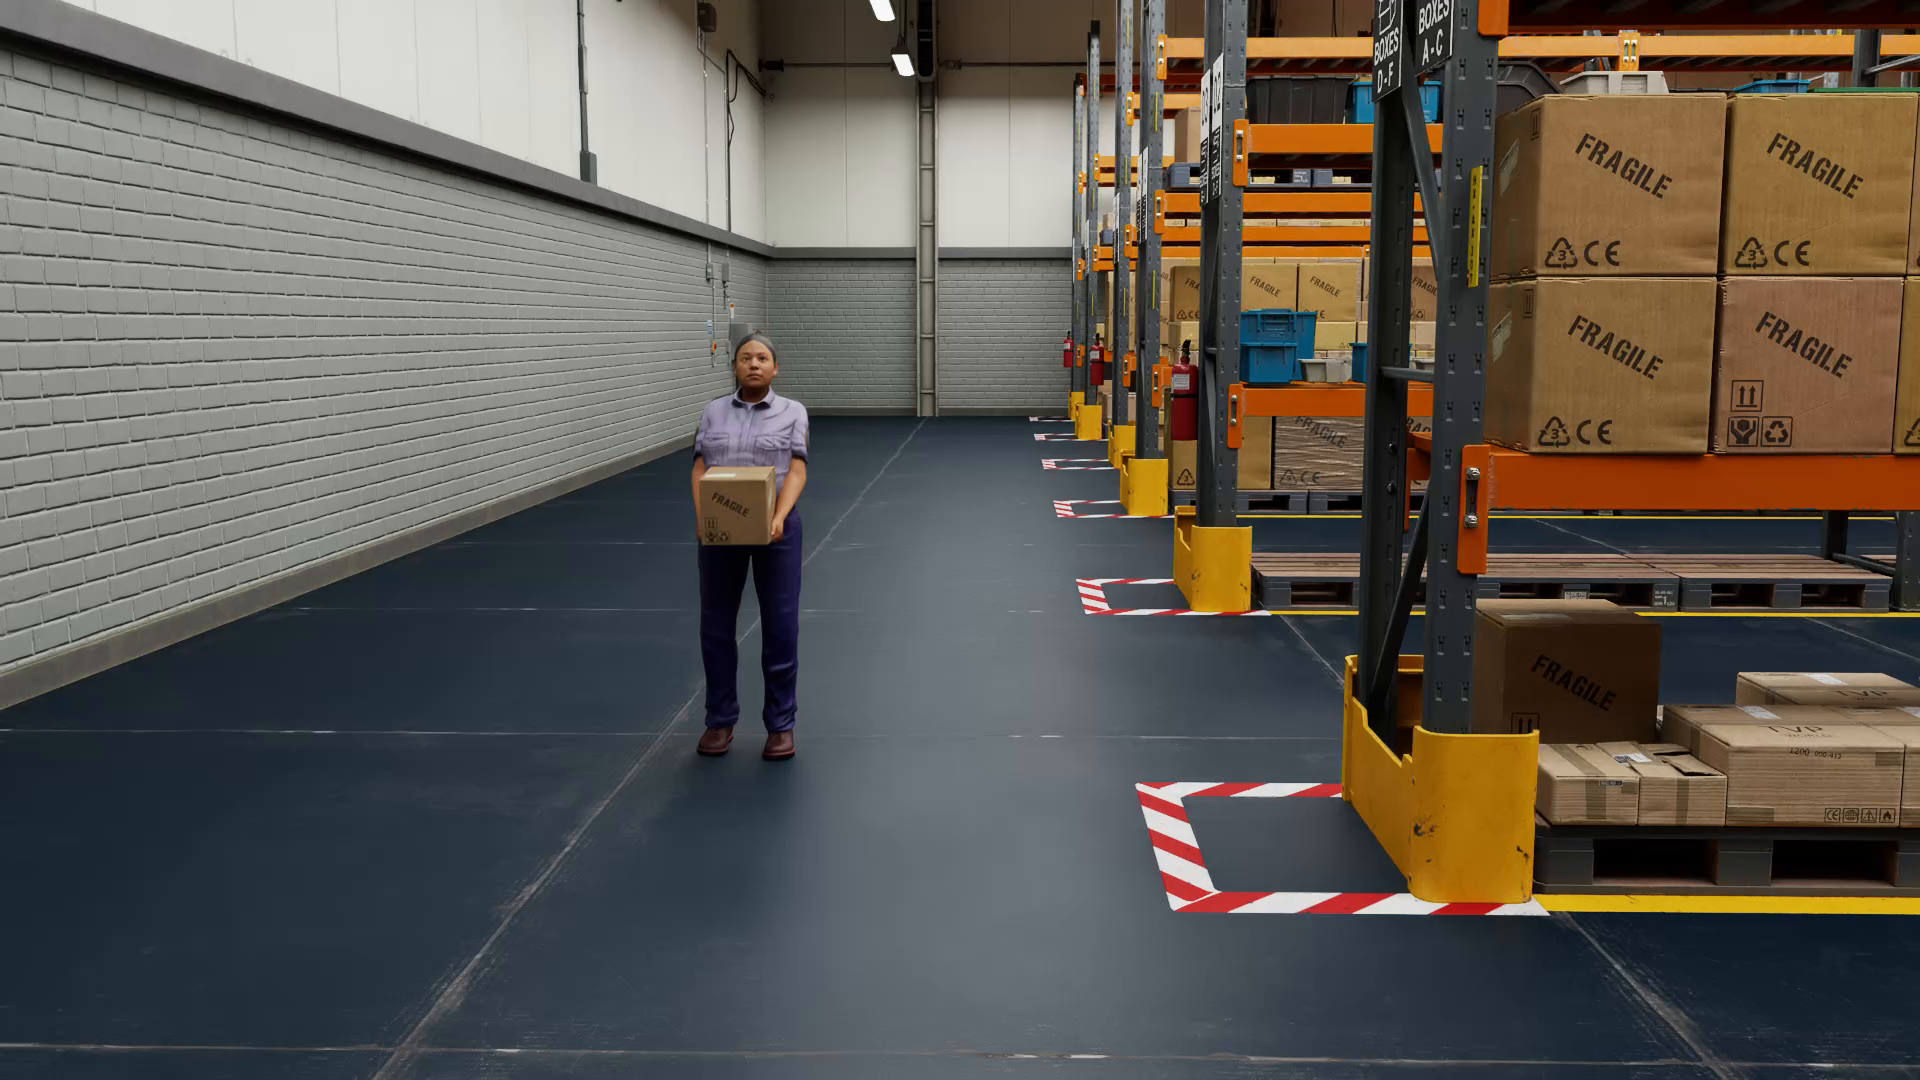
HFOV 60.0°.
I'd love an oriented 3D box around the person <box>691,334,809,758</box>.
[{"bbox_3d":[-0.818,0.022,6.460,0.452,1.634,0.516,0,7,1],"label":"person"}]
